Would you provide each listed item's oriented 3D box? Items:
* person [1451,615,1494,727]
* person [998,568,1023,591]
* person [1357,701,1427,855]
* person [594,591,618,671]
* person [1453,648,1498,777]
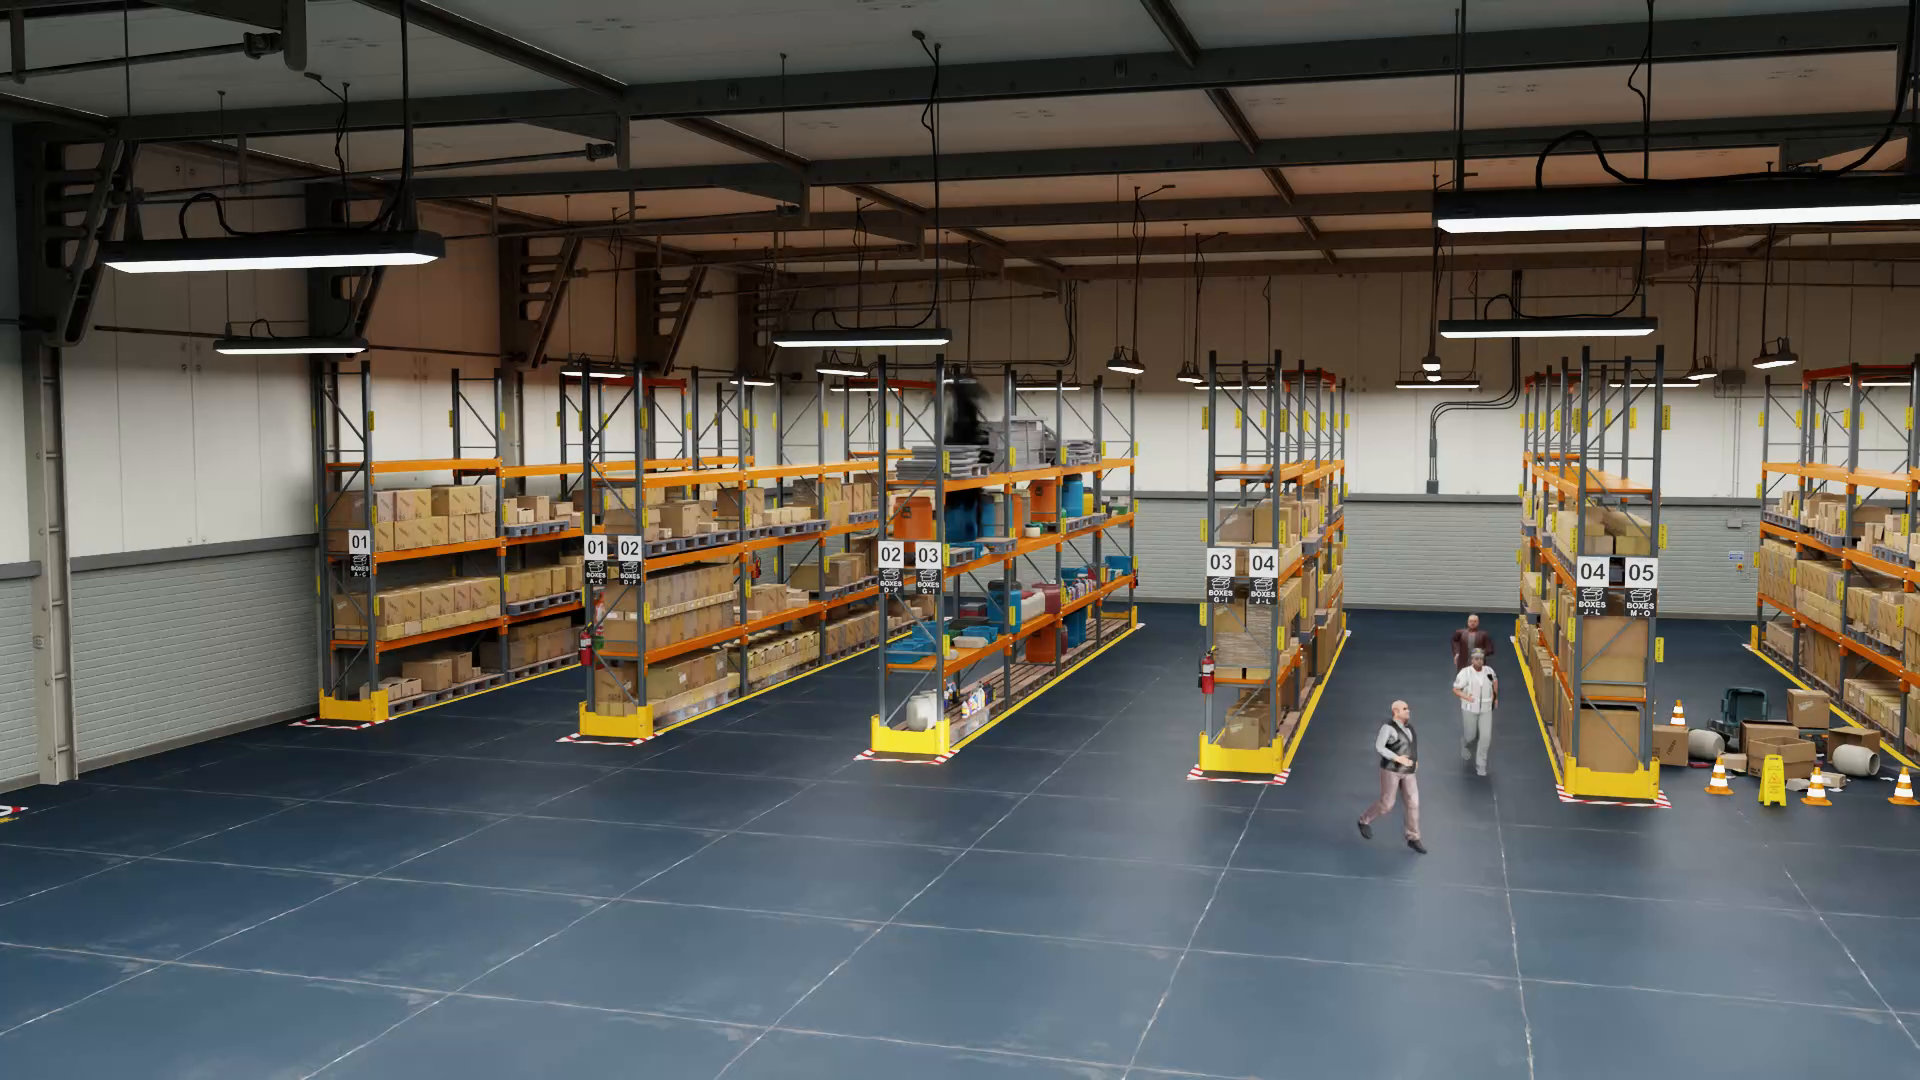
[{"bbox_3d":[8.481,2.131,27.565,0.703,1.802,1.047,1,4,19],"label":"person"},{"bbox_3d":[1.027,1.481,36.530,0.643,1.829,0.850,1,4,9],"label":"person"},{"bbox_3d":[5.149,2.742,19.507,0.698,1.721,0.976,-3,5,-33],"label":"person"},{"bbox_3d":[-6.700,1.843,31.463,0.652,1.805,0.983,0,4,7],"label":"person"},{"bbox_3d":[7.402,2.439,23.837,0.677,1.814,0.909,0,4,3],"label":"person"}]
